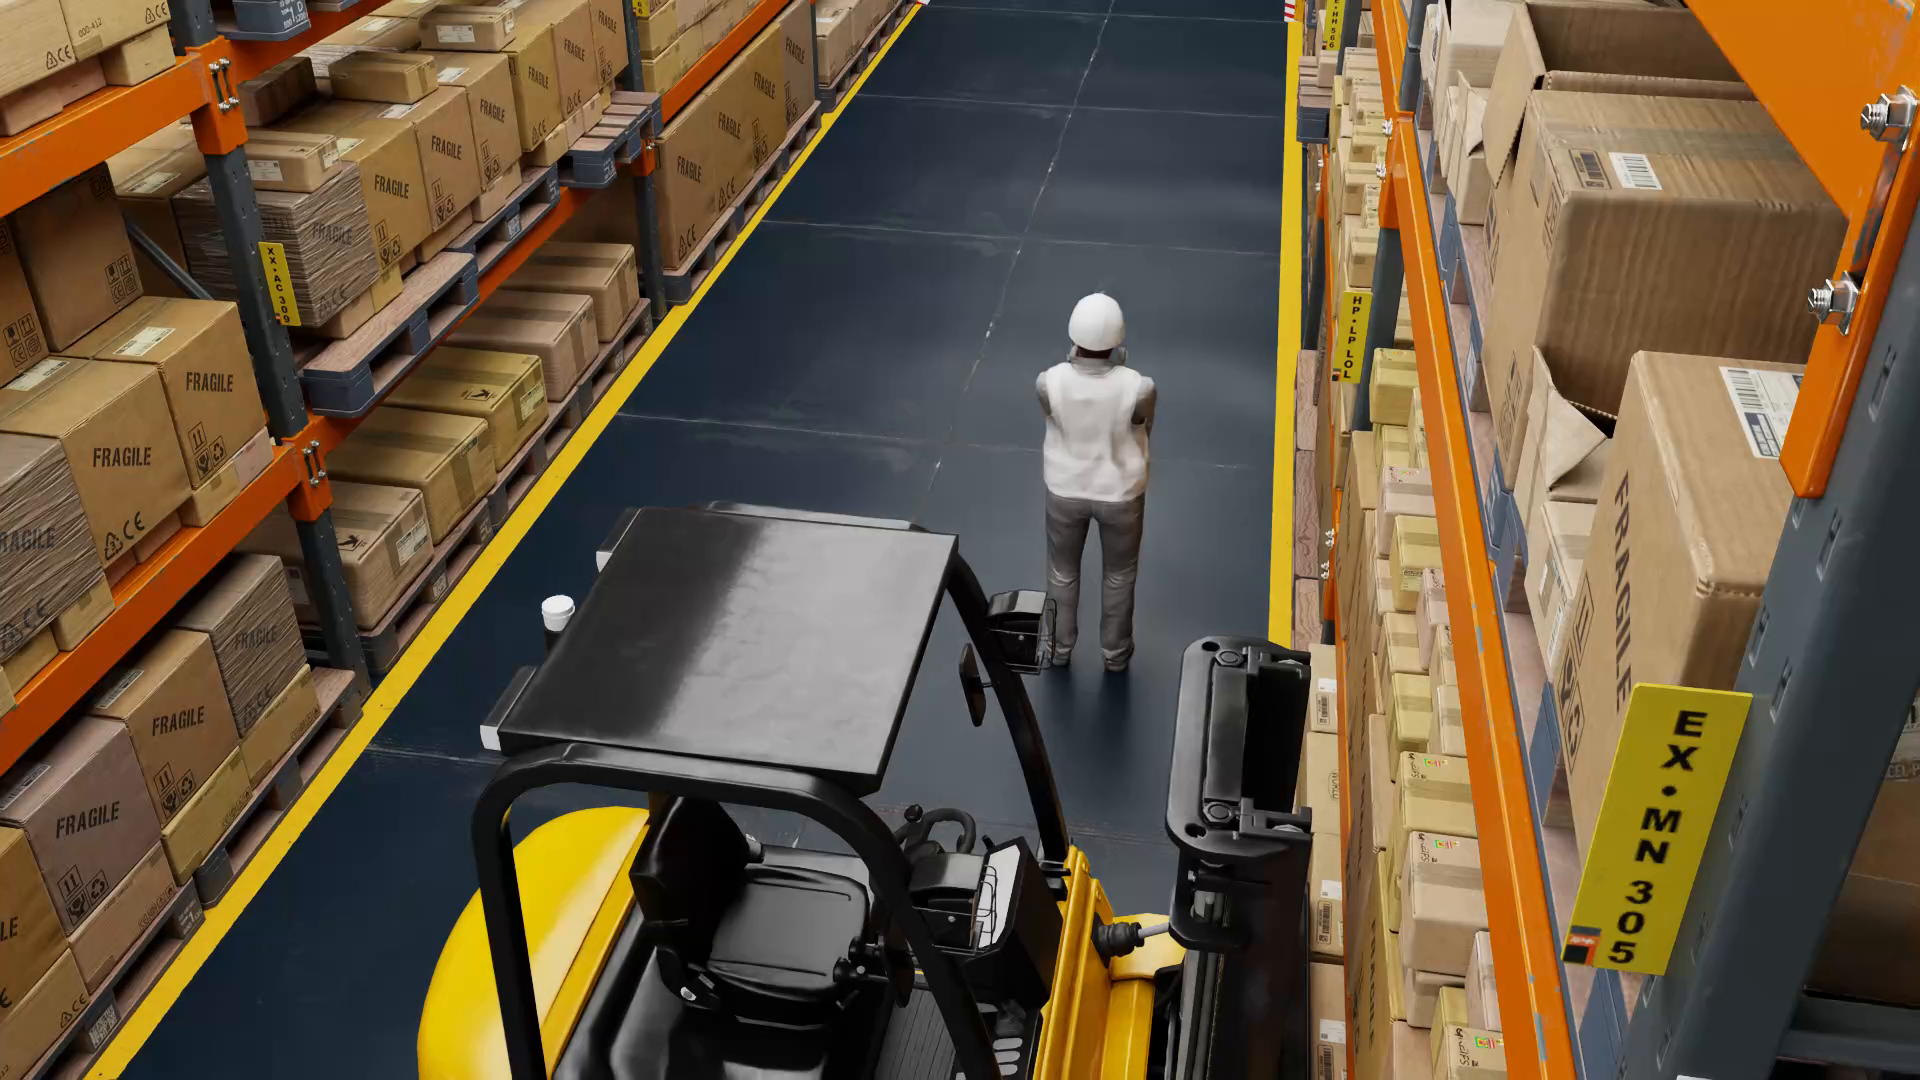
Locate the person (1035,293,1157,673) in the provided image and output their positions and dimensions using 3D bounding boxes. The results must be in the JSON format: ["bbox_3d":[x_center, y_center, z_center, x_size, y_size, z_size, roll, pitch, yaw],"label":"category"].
[{"bbox_3d":[0.569,-0.276,7.059,0.494,1.767,0.545,6,33,9],"label":"person"}]
